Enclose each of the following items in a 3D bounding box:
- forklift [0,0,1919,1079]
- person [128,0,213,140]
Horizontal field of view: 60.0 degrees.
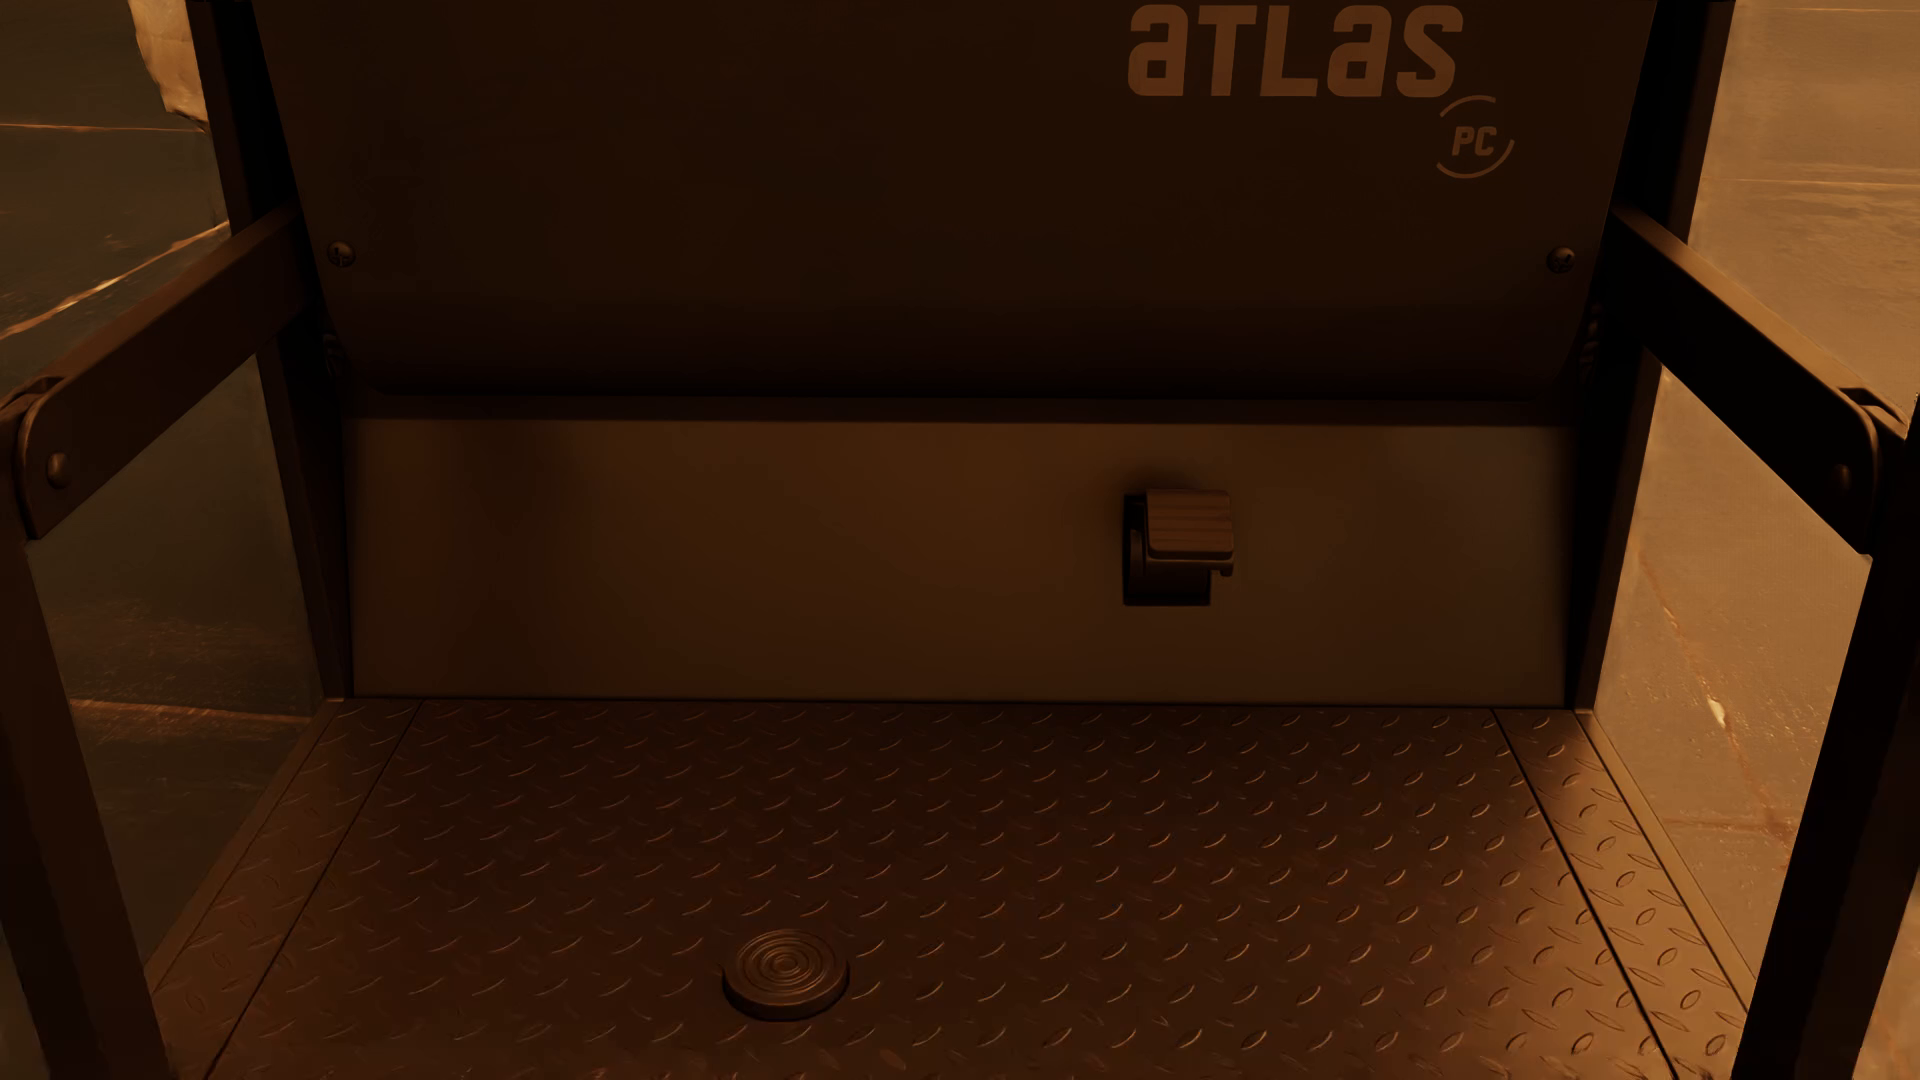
[{"bbox_3d":[-0.007,-0.760,0.740,1.130,2.935,3.031,0,27,1],"label":"forklift"},{"bbox_3d":[-0.815,-0.820,2.567,1.084,1.497,0.964,22,34,37],"label":"person"}]
